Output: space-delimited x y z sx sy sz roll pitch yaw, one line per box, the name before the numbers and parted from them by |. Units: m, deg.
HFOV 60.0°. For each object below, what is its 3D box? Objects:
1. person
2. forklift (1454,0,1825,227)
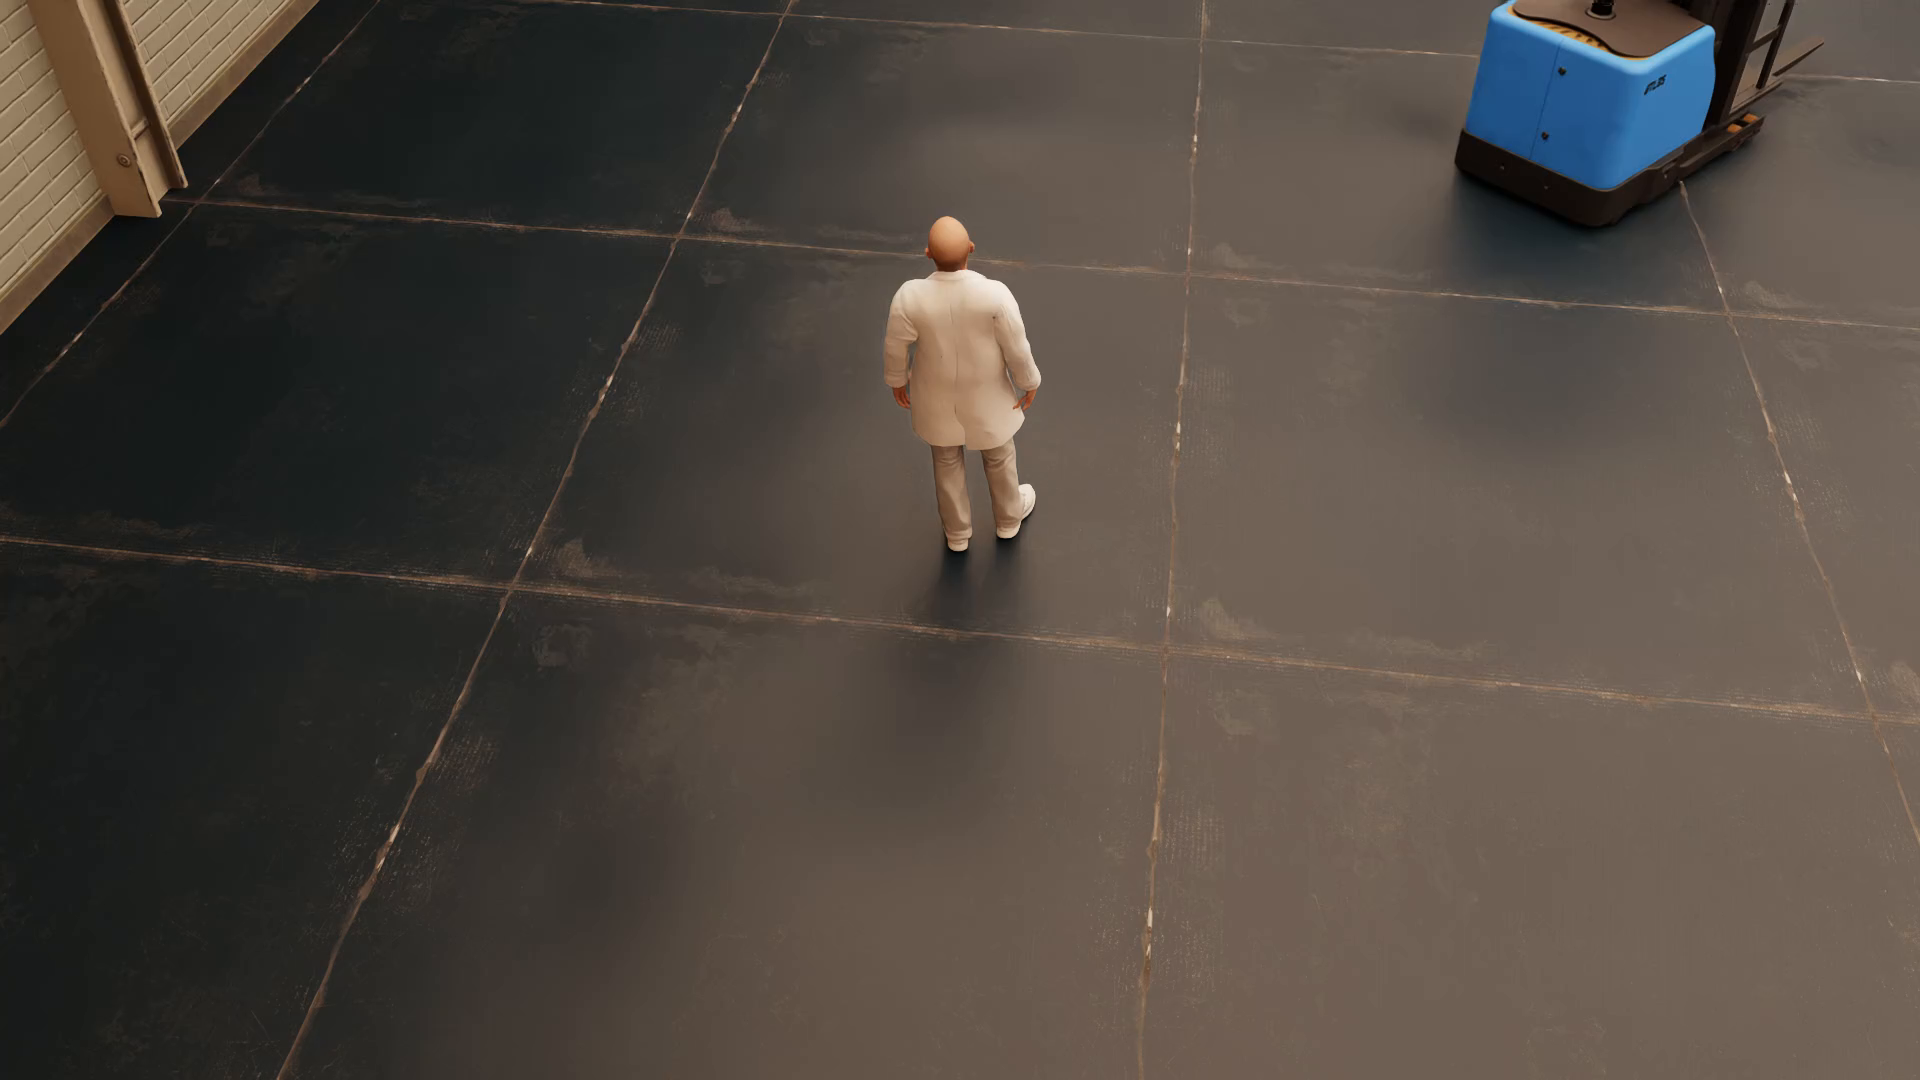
person | 0.017 -0.720 7.350 0.696 1.775 0.581 5 43 6
forklift | 4.507 -3.790 9.850 3.031 2.935 1.130 -31 51 -29
